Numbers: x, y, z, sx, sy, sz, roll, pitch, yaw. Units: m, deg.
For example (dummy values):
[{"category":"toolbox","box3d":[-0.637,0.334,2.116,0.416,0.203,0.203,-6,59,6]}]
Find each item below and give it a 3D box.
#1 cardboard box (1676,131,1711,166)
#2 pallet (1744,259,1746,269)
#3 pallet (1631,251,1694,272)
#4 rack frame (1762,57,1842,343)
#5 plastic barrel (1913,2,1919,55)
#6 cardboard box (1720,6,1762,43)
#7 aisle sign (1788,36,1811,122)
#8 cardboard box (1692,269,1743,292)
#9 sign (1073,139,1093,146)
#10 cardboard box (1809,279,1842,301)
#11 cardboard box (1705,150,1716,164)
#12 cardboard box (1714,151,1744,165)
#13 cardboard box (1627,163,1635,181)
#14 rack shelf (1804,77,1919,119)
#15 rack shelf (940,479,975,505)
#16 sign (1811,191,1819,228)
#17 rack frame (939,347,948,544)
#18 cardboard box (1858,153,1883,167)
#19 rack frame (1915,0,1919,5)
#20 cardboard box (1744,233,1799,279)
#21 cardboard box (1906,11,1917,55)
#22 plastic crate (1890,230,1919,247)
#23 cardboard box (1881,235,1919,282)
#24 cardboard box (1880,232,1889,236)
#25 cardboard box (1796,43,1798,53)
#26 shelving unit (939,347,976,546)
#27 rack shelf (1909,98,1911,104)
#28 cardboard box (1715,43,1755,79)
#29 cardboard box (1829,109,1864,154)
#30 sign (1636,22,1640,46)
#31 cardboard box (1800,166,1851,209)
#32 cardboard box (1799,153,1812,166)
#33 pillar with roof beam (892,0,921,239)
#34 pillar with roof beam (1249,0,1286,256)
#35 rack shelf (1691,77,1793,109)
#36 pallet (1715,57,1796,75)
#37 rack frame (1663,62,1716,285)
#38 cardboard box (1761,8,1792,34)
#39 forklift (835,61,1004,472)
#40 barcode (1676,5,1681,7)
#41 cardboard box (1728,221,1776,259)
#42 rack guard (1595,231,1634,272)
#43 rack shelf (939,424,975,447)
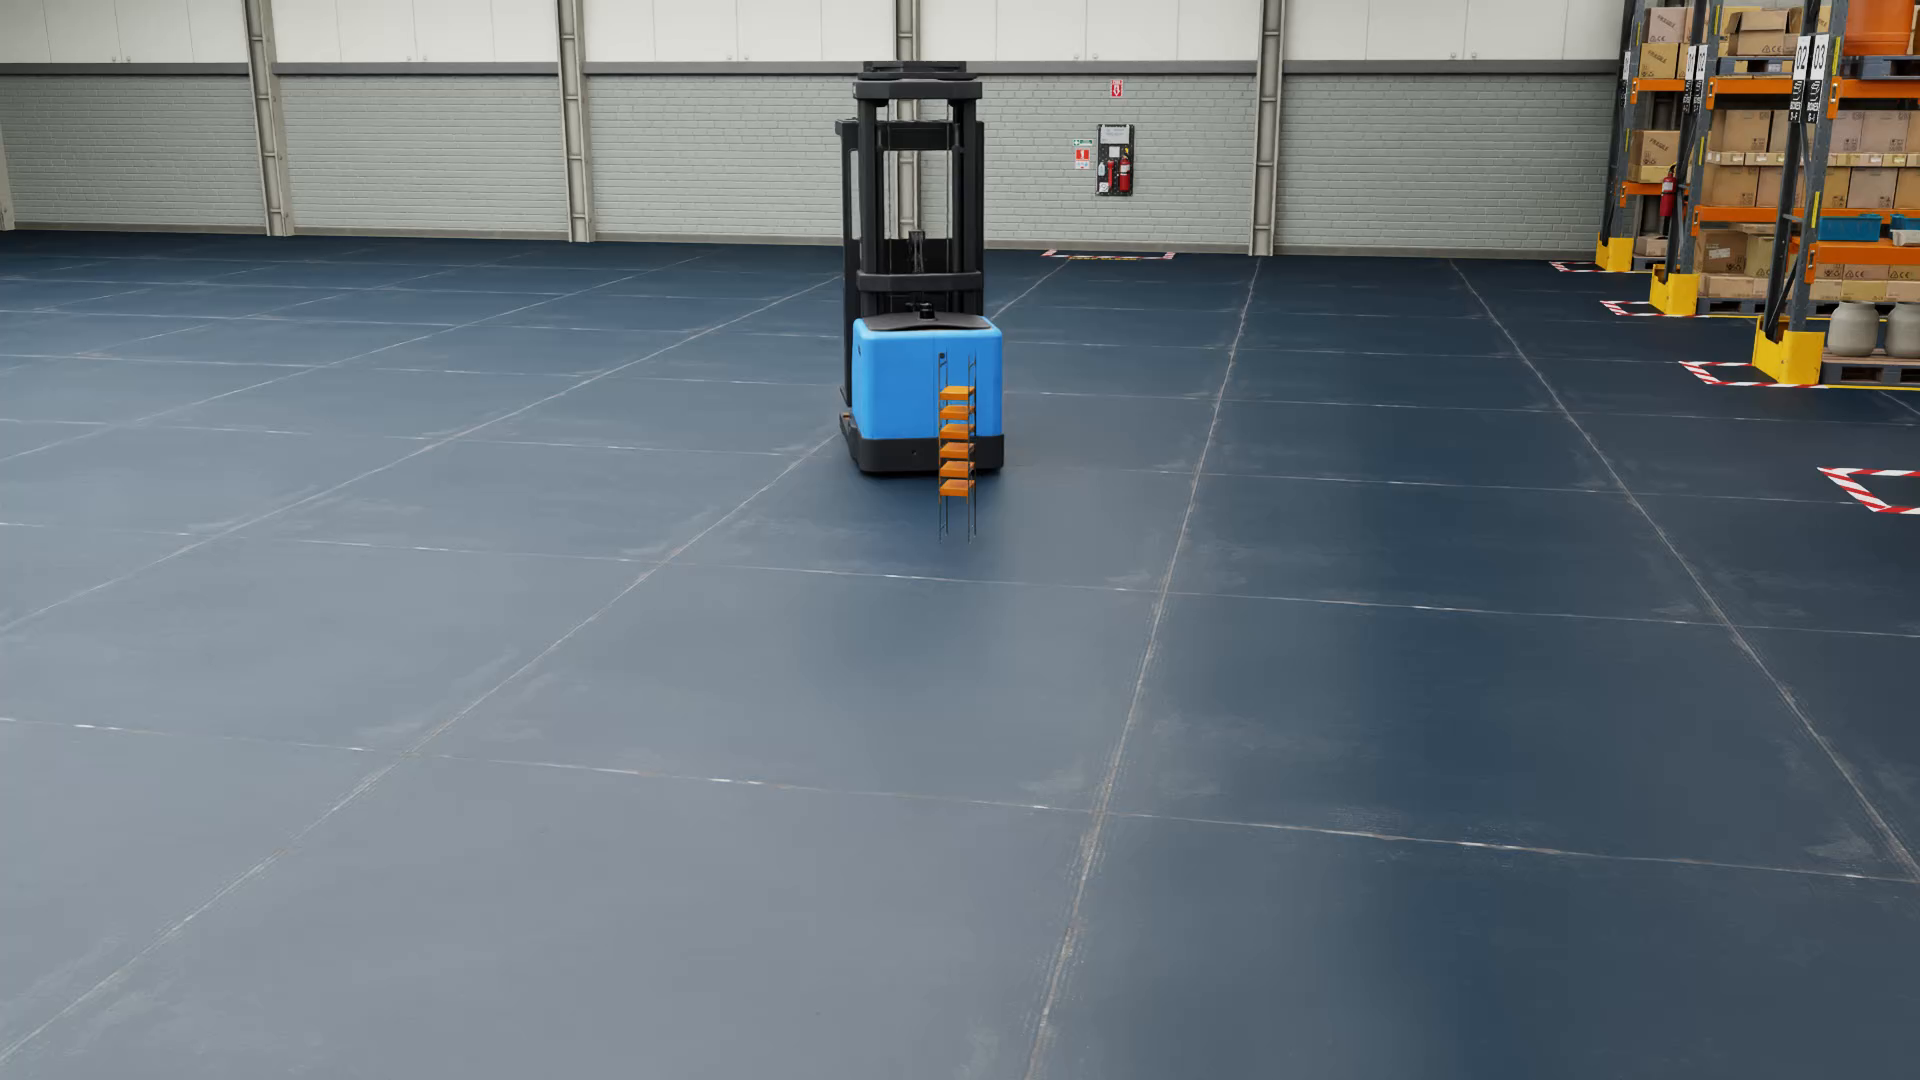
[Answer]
[{"category":"cardboard box","box3d":[10.898,-5.827,24.747,0.500,0.500,0.500,3,16,11]},{"category":"pallet","box3d":[12.064,-4.195,25.241,1.213,0.211,1.003,3,16,11]},{"category":"pallet","box3d":[10.872,-4.261,25.478,1.213,0.211,1.003,3,16,11]},{"category":"rack frame","box3d":[8.034,-3.069,15.953,0.127,3.000,1.000,3,16,11]},{"category":"plastic barrel","box3d":[9.176,-4.781,15.373,0.600,0.588,0.600,0,15,0]},{"category":"cardboard box","box3d":[11.323,-7.498,24.224,0.500,0.500,0.500,4,16,13]},{"category":"aisle sign","box3d":[8.022,-4.404,15.901,0.004,0.787,0.394,3,16,11]},{"category":"cardboard box","box3d":[9.609,-3.291,21.118,0.500,0.250,0.500,3,16,11]},{"category":"sign","box3d":[2.054,-6.637,27.774,0.331,0.109,0.001,3,16,11]},{"category":"cardboard box","box3d":[10.486,-3.103,20.440,0.500,0.250,0.500,3,16,11]},{"category":"cardboard box","box3d":[9.437,-4.755,20.637,0.250,0.149,0.380,3,16,10]},{"category":"cardboard box","box3d":[9.366,-4.648,20.252,0.250,0.149,0.380,3,16,11]},{"category":"cardboard box","box3d":[10.505,-5.624,25.420,0.500,0.250,0.500,3,16,12]},{"category":"rack shelf","box3d":[9.994,-4.062,15.265,4.000,0.370,1.077,3,16,11]},{"category":"rack shelf","box3d":[-0.014,-0.305,10.411,0.180,0.103,0.258,3,16,11]},{"category":"sign","box3d":[7.920,-3.059,15.398,0.005,0.325,0.100,3,16,11]},{"category":"rack frame","box3d":[-0.104,-0.584,10.352,0.006,1.200,0.240,3,16,11]},{"category":"cardboard box","box3d":[10.872,-4.566,19.956,0.250,0.149,0.380,3,16,12]},{"category":"rack frame","box3d":[13.928,-8.339,23.740,0.127,3.000,1.000,3,16,11]},{"category":"cardboard box","box3d":[9.996,-3.491,20.434,0.500,0.500,0.500,3,16,11]},{"category":"cardboard box","box3d":[11.356,-6.038,19.809,0.637,0.503,0.797,5,16,17]},{"category":"plastic crate","box3d":[8.847,-2.810,15.513,0.250,0.136,0.298,3,16,11]},{"category":"cardboard box","box3d":[11.468,-3.414,20.155,0.500,0.500,0.500,3,16,11]},{"category":"cardboard box","box3d":[11.572,-3.551,20.650,0.500,0.500,0.500,3,16,11]},{"category":"cardboard box","box3d":[10.142,-5.851,19.796,0.250,0.149,0.380,3,16,11]},{"category":"shelving unit","box3d":[-0.014,-0.579,10.335,0.189,1.200,0.258,3,16,11]},{"category":"rack shelf","box3d":[15.888,-6.441,23.853,4.000,0.370,1.077,3,16,11]},{"category":"cardboard box","box3d":[11.315,-7.017,24.360,0.500,0.500,0.500,4,16,14]},{"category":"cardboard box","box3d":[10.542,-4.954,20.140,0.500,0.500,0.700,3,16,11]},{"category":"sign","box3d":[9.900,-7.386,24.280,0.005,0.325,0.100,3,16,11]},{"category":"cardboard box","box3d":[10.480,-4.330,20.318,0.500,0.500,0.700,3,16,11]},{"category":"cardboard box","box3d":[10.116,-4.608,20.104,0.250,0.149,0.380,3,16,10]},{"category":"pillar with roof beam","box3d":[-1.751,-8.253,23.430,0.400,9.000,9.100,3,16,11]},{"category":"pillar with roof beam","box3d":[4.129,-7.934,22.278,0.400,9.000,9.100,3,16,11]},{"category":"rack shelf","box3d":[10.984,-5.357,19.942,4.000,0.370,1.077,3,16,11]},{"category":"pallet","box3d":[9.712,-5.723,20.082,1.213,0.211,1.003,3,16,11]},{"category":"rack frame","box3d":[9.025,-4.365,20.631,0.127,3.000,1.000,3,16,11]},{"category":"cardboard box","box3d":[11.990,-7.605,24.610,0.500,0.500,0.500,3,16,11]},{"category":"forklift","box3d":[-0.394,-2.248,13.118,1.130,2.935,3.031,-2,16,-8]},{"category":"barcode","box3d":[10.803,-8.019,25.018,0.075,0.075,0.001,3,16,11]},{"category":"cardboard box","box3d":[11.936,-4.526,25.069,0.500,0.500,0.700,2,16,8]},{"category":"rack guard","box3d":[10.083,-4.452,25.629,0.348,0.500,1.175,3,16,11]},{"category":"rack shelf","box3d":[-0.014,-0.652,10.314,0.180,0.103,0.258,3,16,11]}]
